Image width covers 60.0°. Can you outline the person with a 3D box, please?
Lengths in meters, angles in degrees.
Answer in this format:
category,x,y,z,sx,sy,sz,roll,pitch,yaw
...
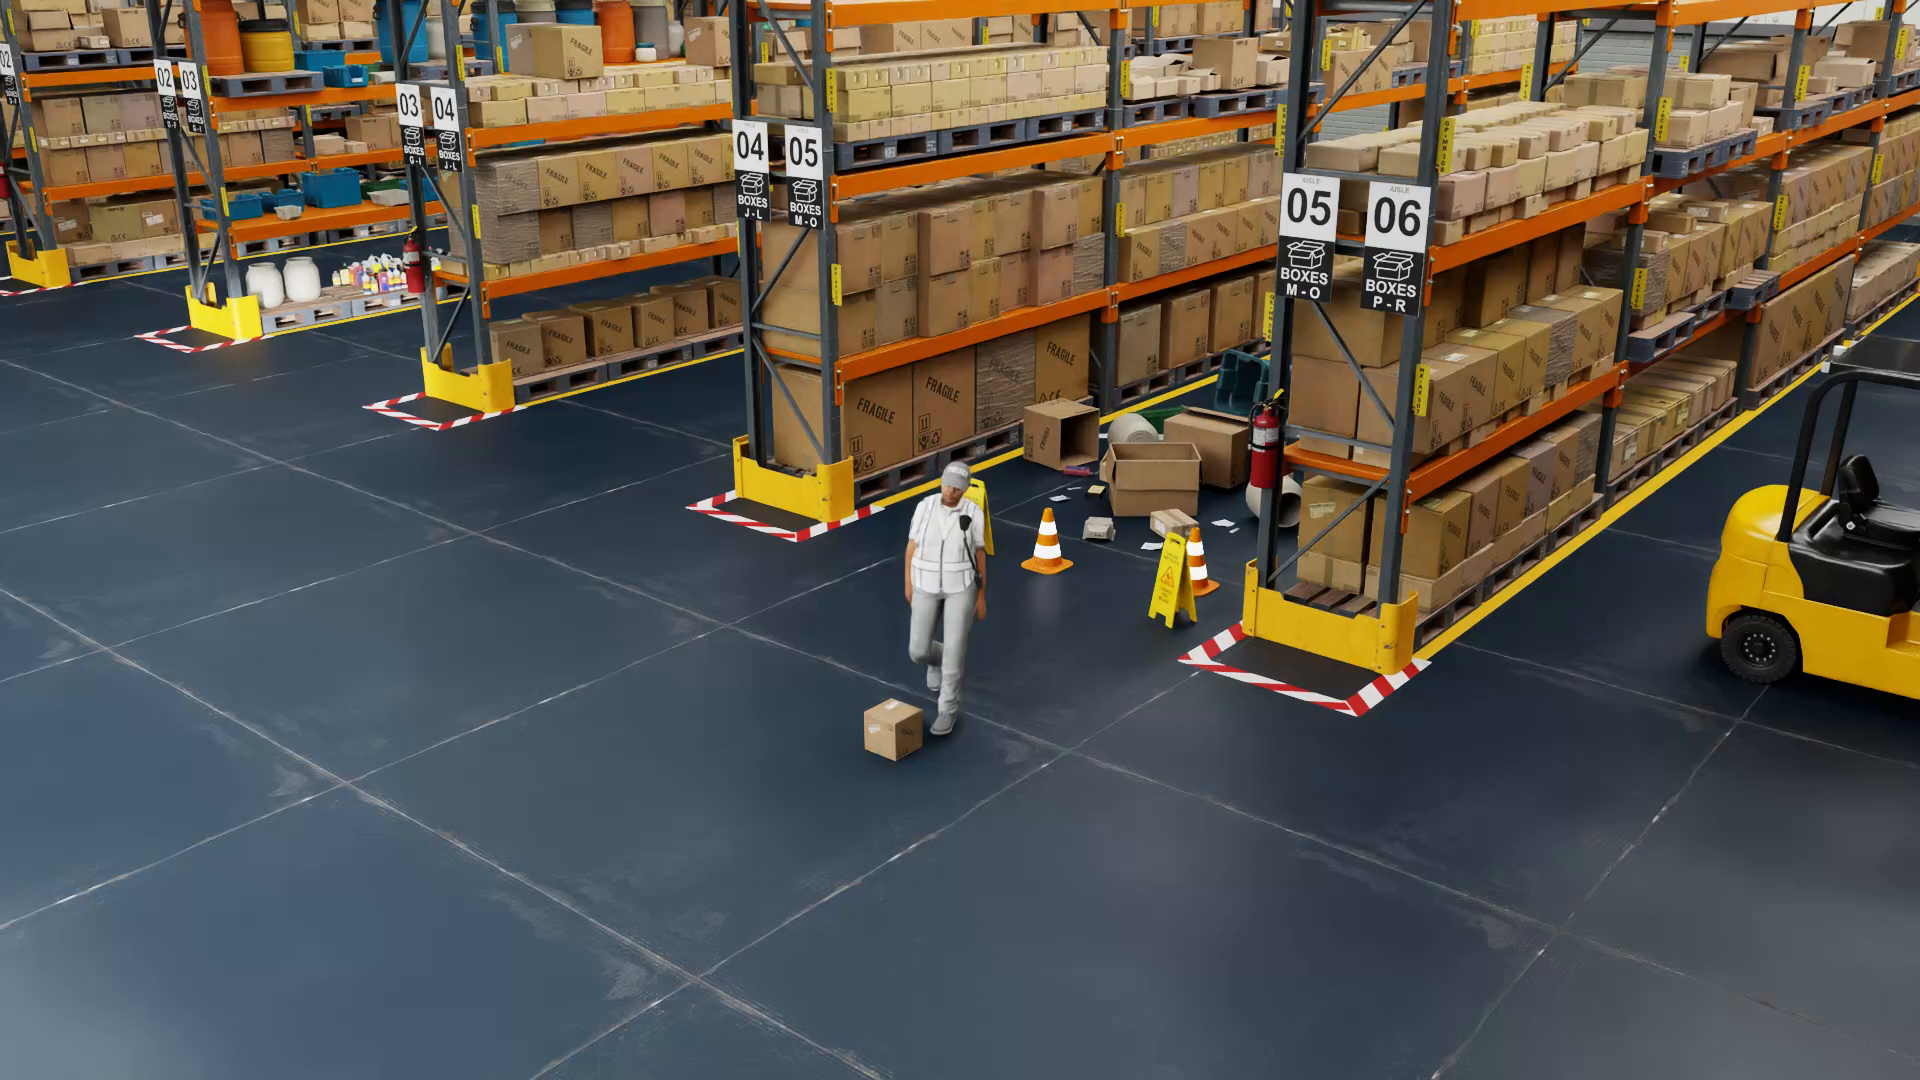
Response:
category,x,y,z,sx,sy,sz,roll,pitch,yaw
person,-0.107,0.329,10.235,0.525,1.595,0.757,3,21,8
